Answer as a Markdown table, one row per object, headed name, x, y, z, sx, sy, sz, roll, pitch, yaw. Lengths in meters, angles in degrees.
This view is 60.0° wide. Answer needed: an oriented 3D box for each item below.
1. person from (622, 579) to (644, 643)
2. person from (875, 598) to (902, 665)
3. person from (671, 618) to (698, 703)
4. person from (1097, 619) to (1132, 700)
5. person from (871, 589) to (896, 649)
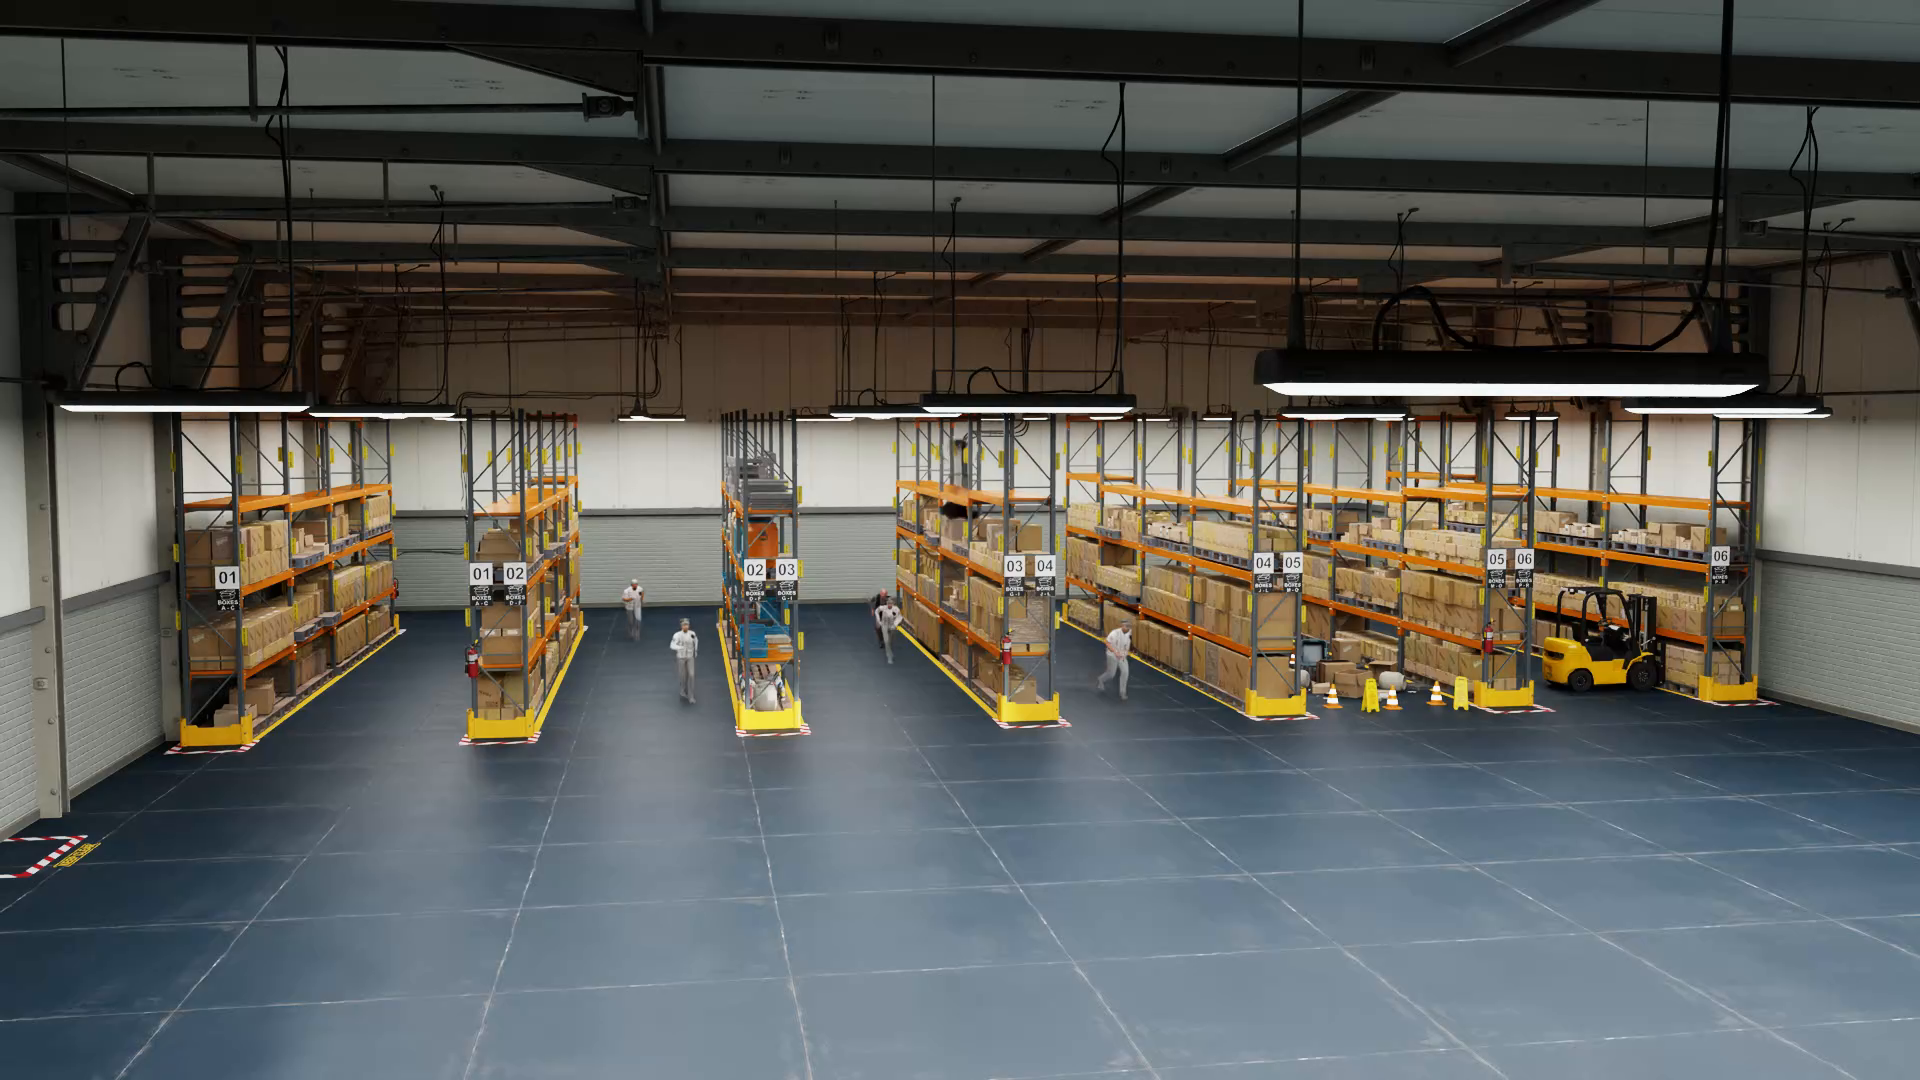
| name | x | y | z | sx | sy | sz | roll | pitch | yaw |
| --- | --- | --- | --- | --- | --- | --- | --- | --- | --- |
| person | -8.637 | 1.858 | 43.960 | 0.598 | 1.689 | 0.923 | -1 | 4 | -15 |
| person | -1.716 | 2.156 | 40.072 | 0.654 | 1.628 | 0.979 | 0 | 4 | -2 |
| person | -5.692 | 2.473 | 34.405 | 0.598 | 1.743 | 0.773 | -1 | 4 | -17 |
| person | 3.246 | 2.473 | 34.939 | 0.693 | 1.720 | 1.009 | -3 | 5 | -37 |
| person | -1.969 | 1.988 | 42.752 | 0.662 | 1.555 | 1.068 | 0 | 4 | -2 |
